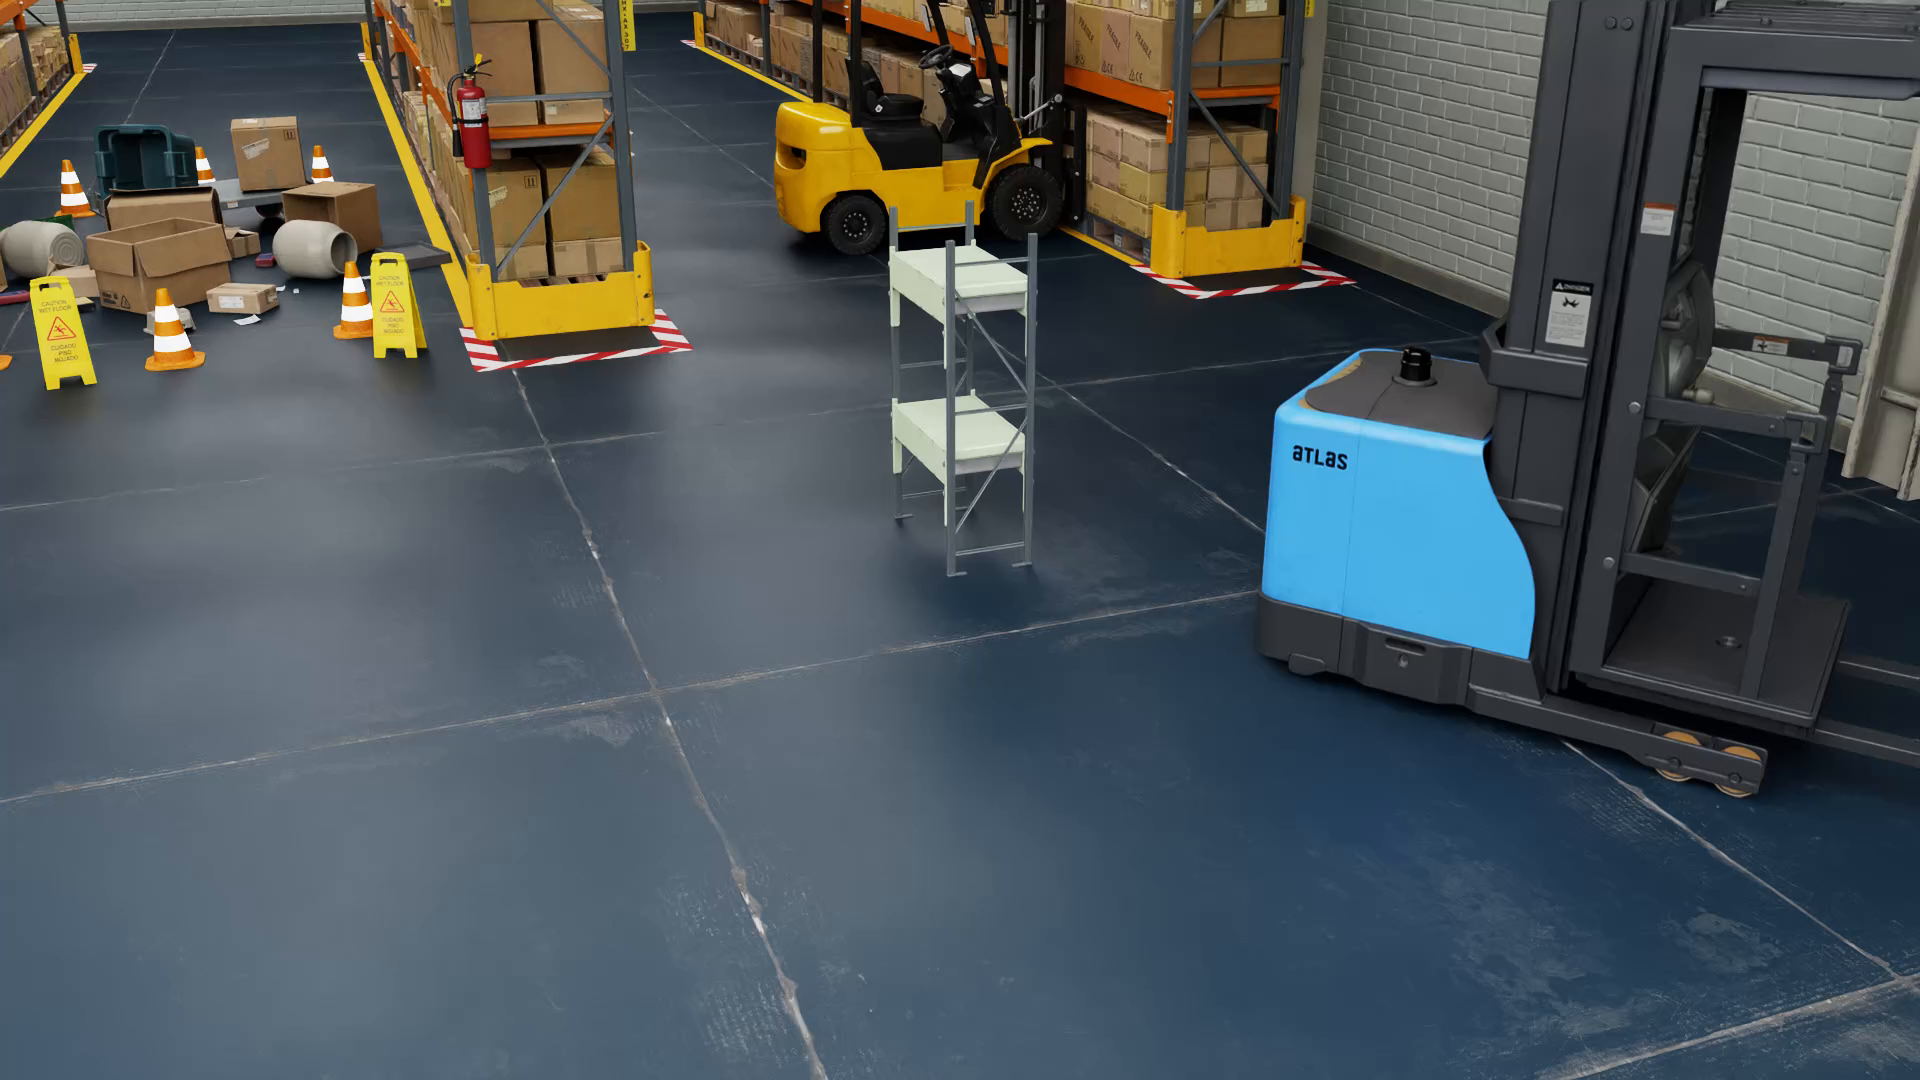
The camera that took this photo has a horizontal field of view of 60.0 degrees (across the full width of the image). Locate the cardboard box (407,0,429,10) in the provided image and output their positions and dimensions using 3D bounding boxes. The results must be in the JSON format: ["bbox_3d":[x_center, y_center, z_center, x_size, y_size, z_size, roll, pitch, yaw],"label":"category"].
[{"bbox_3d":[-3.453,-3.945,11.448,0.700,0.500,0.500,-9,24,-20],"label":"cardboard box"}]

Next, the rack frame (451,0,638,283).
[{"bbox_3d":[-2.620,-2.789,10.505,1.000,3.000,0.127,-8,24,-19],"label":"rack frame"}]

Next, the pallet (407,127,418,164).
[{"bbox_3d":[-5.172,-4.127,17.269,1.003,0.211,1.213,-8,24,-19],"label":"pallet"}]

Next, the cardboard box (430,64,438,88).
[{"bbox_3d":[-3.779,-3.502,12.520,0.380,0.149,0.250,-8,24,-19],"label":"cardboard box"}]

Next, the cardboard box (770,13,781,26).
[{"bbox_3d":[-2.339,-7.005,22.351,0.380,0.149,0.250,-7,24,-16],"label":"cardboard box"}]

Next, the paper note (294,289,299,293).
[{"bbox_3d":[-4.792,-1.799,12.004,0.032,0.001,0.123,-8,24,-19],"label":"paper note"}]

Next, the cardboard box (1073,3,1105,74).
[{"bbox_3d":[1.247,-4.036,13.335,0.500,0.500,0.500,-9,24,-20],"label":"cardboard box"}]

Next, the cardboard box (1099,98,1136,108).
[{"bbox_3d":[1.508,-3.611,14.167,0.500,0.250,0.500,-9,24,-20],"label":"cardboard box"}]

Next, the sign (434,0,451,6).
[{"bbox_3d":[-3.146,-3.399,10.055,0.100,0.325,0.005,-8,24,-19],"label":"sign"}]

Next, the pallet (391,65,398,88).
[{"bbox_3d":[-7.055,-6.151,22.073,1.003,0.211,1.213,-8,24,-19],"label":"pallet"}]

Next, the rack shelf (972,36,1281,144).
[{"bbox_3d":[1.316,-3.867,13.988,1.077,0.370,4.000,-8,24,-19],"label":"rack shelf"}]

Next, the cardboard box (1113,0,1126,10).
[{"bbox_3d":[1.408,-4.187,12.858,0.380,0.149,0.250,-9,24,-19],"label":"cardboard box"}]

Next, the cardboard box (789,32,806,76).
[{"bbox_3d":[-1.887,-6.293,21.495,0.500,0.500,0.500,-9,25,-21],"label":"cardboard box"}]

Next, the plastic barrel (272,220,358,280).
[{"bbox_3d":[-4.766,-2.145,12.293,0.512,0.421,0.421,8,24,18],"label":"plastic barrel"}]

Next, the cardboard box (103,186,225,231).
[{"bbox_3d":[-5.947,-2.331,12.457,0.797,0.637,0.503,-8,24,-19],"label":"cardboard box"}]

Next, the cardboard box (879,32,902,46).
[{"bbox_3d":[-0.765,-6.051,20.087,0.380,0.149,0.250,-8,24,-17],"label":"cardboard box"}]

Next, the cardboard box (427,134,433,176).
[{"bbox_3d":[-4.221,-3.415,14.834,0.950,0.372,0.625,-8,24,-18],"label":"cardboard box"}]

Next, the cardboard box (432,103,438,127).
[{"bbox_3d":[-3.906,-3.322,12.968,0.380,0.149,0.250,-7,24,-17],"label":"cardboard box"}]

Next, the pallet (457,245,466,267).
[{"bbox_3d":[-3.328,-2.274,12.874,1.003,0.211,1.213,-8,24,-19],"label":"pallet"}]

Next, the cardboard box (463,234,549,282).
[{"bbox_3d":[-3.166,-1.981,11.588,0.500,0.250,0.500,-8,24,-19],"label":"cardboard box"}]

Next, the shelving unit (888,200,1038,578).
[{"bbox_3d":[0.002,-0.689,7.453,0.431,1.500,0.755,-8,24,-19],"label":"shelving unit"}]

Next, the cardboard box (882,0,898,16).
[{"bbox_3d":[-0.514,-5.745,17.711,0.500,0.250,0.500,-9,25,-21],"label":"cardboard box"}]

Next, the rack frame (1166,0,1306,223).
[{"bbox_3d":[2.022,-3.471,12.124,1.000,3.000,0.127,-8,24,-19],"label":"rack frame"}]

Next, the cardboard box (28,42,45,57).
[{"bbox_3d":[-11.687,-6.130,20.795,0.380,0.149,0.250,-8,24,-18],"label":"cardboard box"}]

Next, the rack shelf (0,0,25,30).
[{"bbox_3d":[-10.748,-5.375,17.567,1.077,0.370,4.000,-8,24,-19],"label":"rack shelf"}]

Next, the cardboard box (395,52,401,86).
[{"bbox_3d":[-6.565,-6.149,20.673,0.875,0.875,0.875,-8,24,-17],"label":"cardboard box"}]

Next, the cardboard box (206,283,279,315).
[{"bbox_3d":[-4.973,-1.674,11.531,0.380,0.149,0.250,4,23,9],"label":"cardboard box"}]

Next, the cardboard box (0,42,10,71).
[{"bbox_3d":[-10.586,-5.206,17.952,0.500,0.250,0.500,-9,25,-21],"label":"cardboard box"}]

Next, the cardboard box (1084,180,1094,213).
[{"bbox_3d":[1.226,-2.890,13.745,0.500,0.250,0.500,-8,24,-18],"label":"cardboard box"}]

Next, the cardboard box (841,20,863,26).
[{"bbox_3d":[-1.320,-6.614,21.422,0.380,0.149,0.250,-8,24,-18],"label":"cardboard box"}]

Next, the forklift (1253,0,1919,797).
[{"bbox_3d":[2.681,-0.711,5.662,3.031,2.935,1.130,14,26,29],"label":"forklift"}]

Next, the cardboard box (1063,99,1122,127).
[{"bbox_3d":[1.022,-3.535,13.987,0.500,0.250,0.500,-9,24,-20],"label":"cardboard box"}]

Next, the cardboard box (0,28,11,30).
[{"bbox_3d":[-13.000,-6.804,22.394,0.380,0.149,0.250,-10,25,-21],"label":"cardboard box"}]

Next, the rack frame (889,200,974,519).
[{"bbox_3d":[-0.127,-0.822,7.768,0.400,1.500,0.023,-8,24,-19],"label":"rack frame"}]

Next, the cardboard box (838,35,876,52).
[{"bbox_3d":[-1.215,-5.863,19.642,0.380,0.149,0.250,-10,25,-22],"label":"cardboard box"}]

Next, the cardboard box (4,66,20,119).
[{"bbox_3d":[-10.599,-4.867,18.113,0.500,0.500,0.500,-9,24,-20],"label":"cardboard box"}]

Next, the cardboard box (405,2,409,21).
[{"bbox_3d":[-4.768,-4.748,14.936,0.380,0.149,0.250,-8,24,-19],"label":"cardboard box"}]

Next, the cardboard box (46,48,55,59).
[{"bbox_3d":[-11.961,-6.280,21.535,0.380,0.149,0.250,-7,24,-16],"label":"cardboard box"}]

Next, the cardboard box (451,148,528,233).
[{"bbox_3d":[-3.335,-2.506,11.867,0.500,0.500,0.500,-7,24,-17],"label":"cardboard box"}]

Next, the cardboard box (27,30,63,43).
[{"bbox_3d":[-12.198,-6.707,22.165,0.380,0.149,0.250,-9,24,-20],"label":"cardboard box"}]

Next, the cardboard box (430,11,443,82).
[{"bbox_3d":[-3.416,-3.496,11.672,0.500,0.500,0.500,-8,24,-19],"label":"cardboard box"}]

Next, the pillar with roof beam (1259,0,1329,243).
[{"bbox_3d":[-1.408,-6.022,10.451,9.100,9.000,0.400,-8,24,-19],"label":"pillar with roof beam"}]

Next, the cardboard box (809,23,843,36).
[{"bbox_3d":[-1.697,-6.445,21.023,0.380,0.149,0.250,-8,24,-19],"label":"cardboard box"}]

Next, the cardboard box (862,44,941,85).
[{"bbox_3d":[-0.596,-5.249,18.858,0.875,0.625,0.625,-8,24,-17],"label":"cardboard box"}]

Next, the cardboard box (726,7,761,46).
[{"bbox_3d":[-3.144,-7.570,24.525,0.500,0.500,0.500,-8,24,-18],"label":"cardboard box"}]

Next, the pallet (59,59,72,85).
[{"bbox_3d":[-12.587,-6.274,22.364,1.003,0.211,1.213,-8,24,-19],"label":"pallet"}]

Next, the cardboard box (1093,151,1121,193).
[{"bbox_3d":[1.391,-2.946,13.233,0.500,0.250,0.500,-9,24,-20],"label":"cardboard box"}]

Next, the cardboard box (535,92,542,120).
[{"bbox_3d":[-2.649,-2.915,11.127,0.380,0.149,0.250,-8,24,-18],"label":"cardboard box"}]

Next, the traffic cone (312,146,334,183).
[{"bbox_3d":[-5.781,-3.332,15.059,0.336,0.463,0.334,-8,24,-19],"label":"traffic cone"}]

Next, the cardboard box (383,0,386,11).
[{"bbox_3d":[-6.063,-5.958,18.218,0.500,0.250,0.500,-8,24,-18],"label":"cardboard box"}]
